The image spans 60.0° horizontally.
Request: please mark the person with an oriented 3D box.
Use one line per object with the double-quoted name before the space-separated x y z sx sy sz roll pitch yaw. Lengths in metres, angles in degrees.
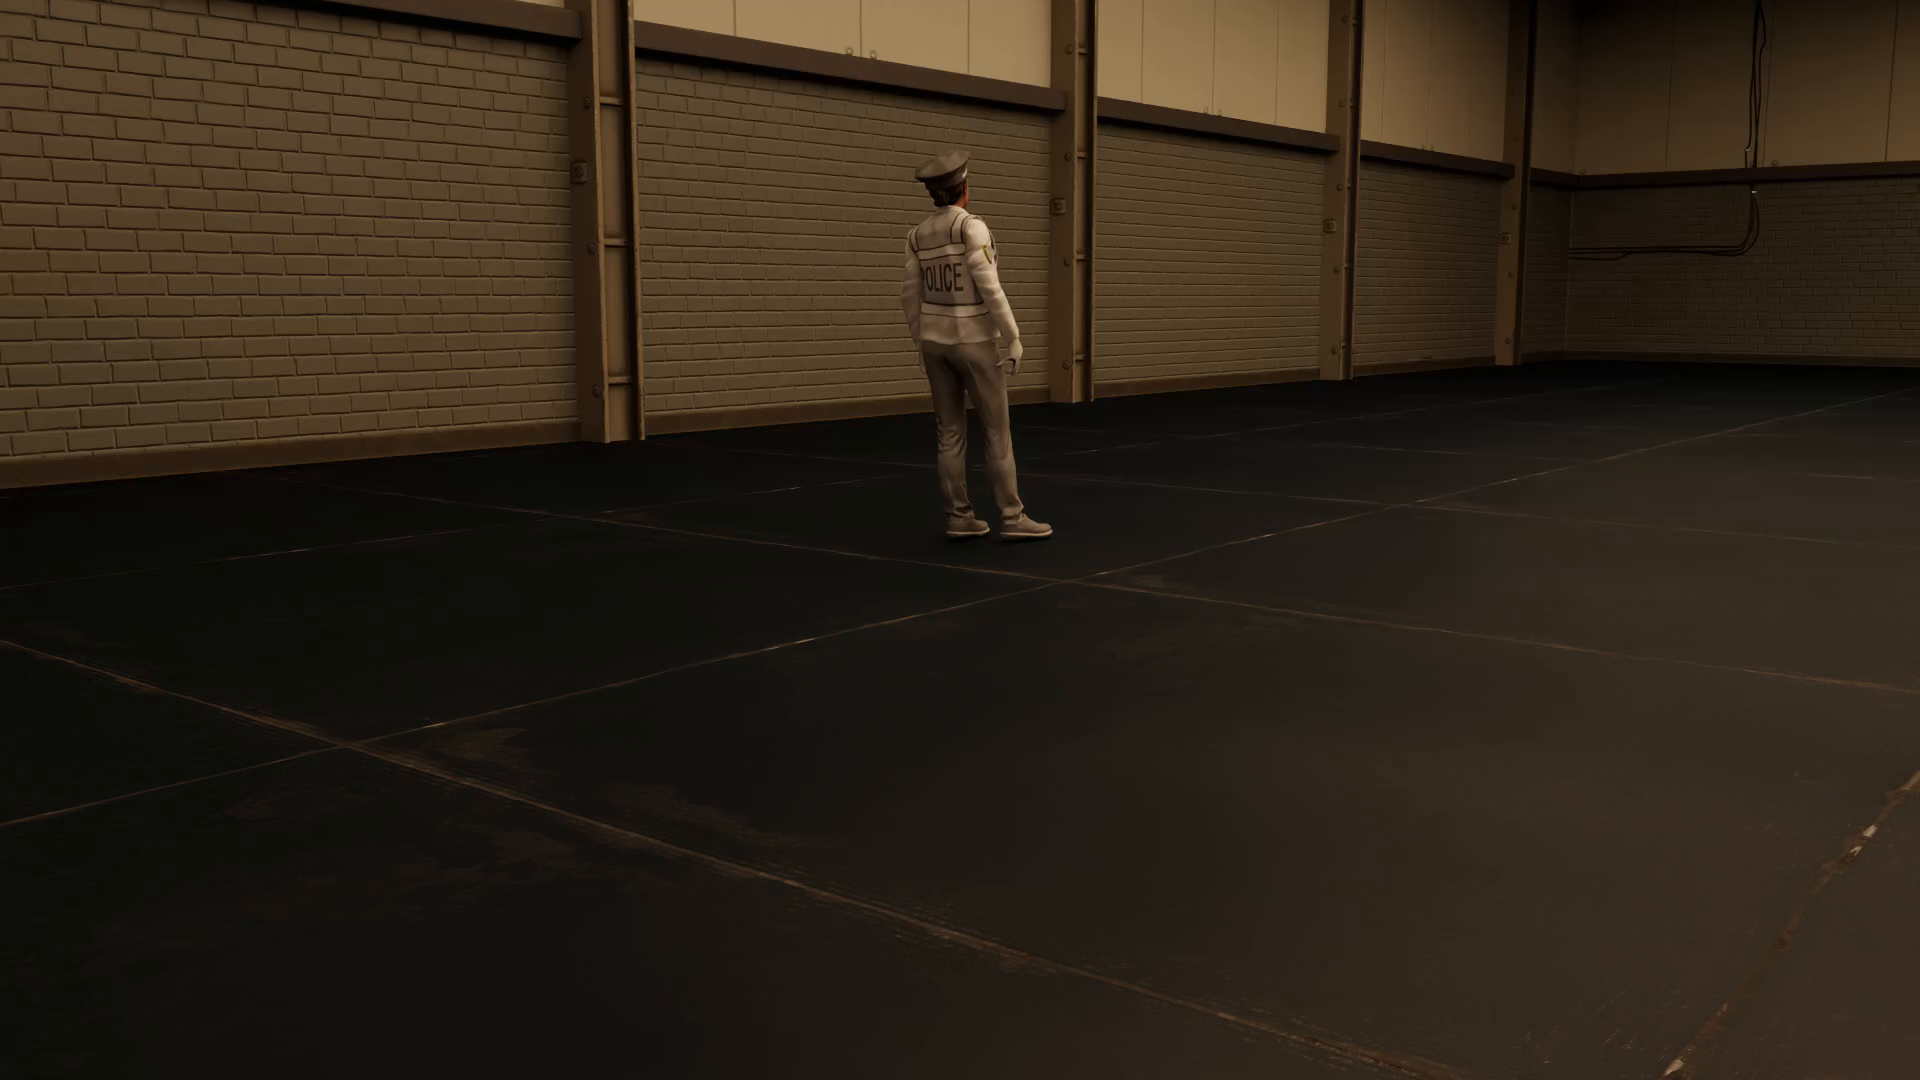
"person" 0.049 -0.853 7.330 0.586 1.694 0.530 7 11 38
